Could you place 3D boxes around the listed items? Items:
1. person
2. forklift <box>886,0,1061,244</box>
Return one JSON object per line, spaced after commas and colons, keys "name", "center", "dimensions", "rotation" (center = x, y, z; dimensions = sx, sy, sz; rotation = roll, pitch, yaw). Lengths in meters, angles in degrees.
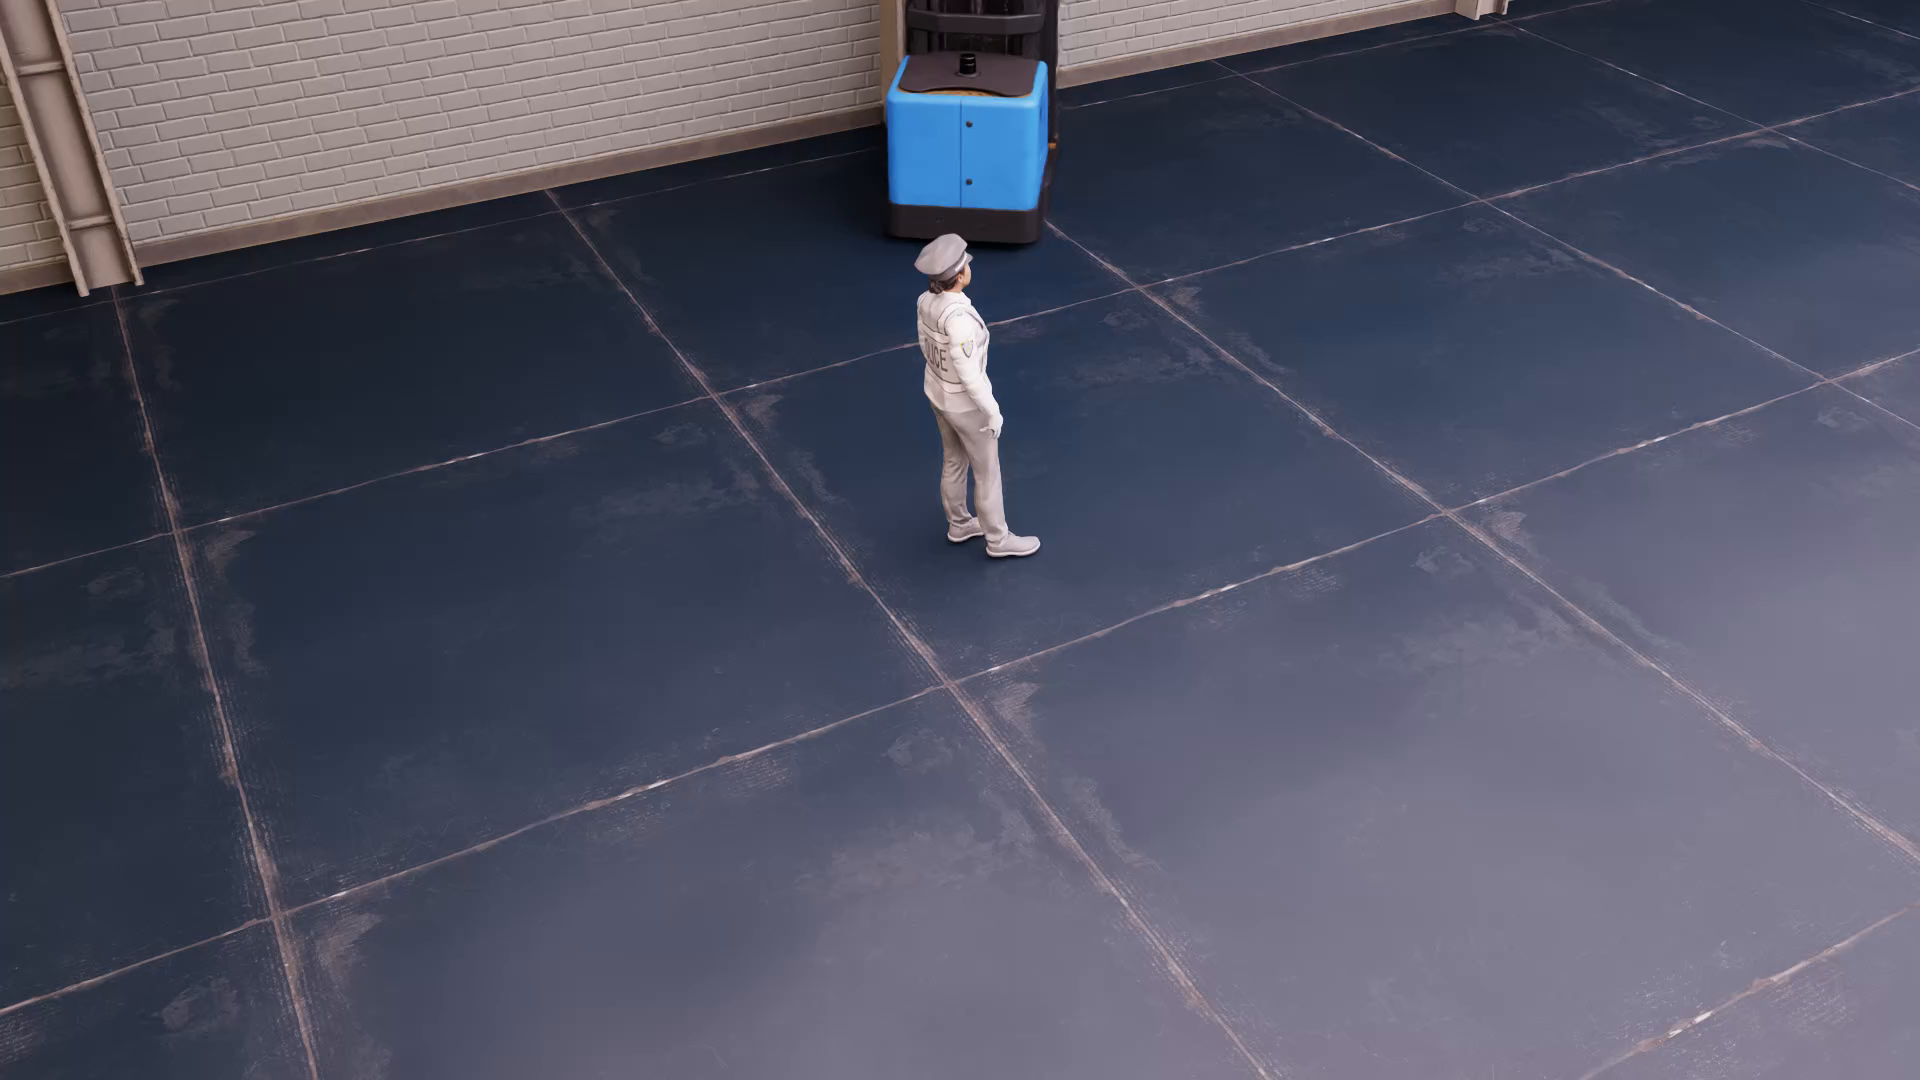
{"name": "person", "center": [0.064, -0.713, 8.190], "dimensions": [0.530, 1.694, 0.587], "rotation": [-17, 39, -23]}
{"name": "forklift", "center": [0.186, -4.070, 11.881], "dimensions": [1.130, 2.935, 3.031], "rotation": [4, 35, 6]}
